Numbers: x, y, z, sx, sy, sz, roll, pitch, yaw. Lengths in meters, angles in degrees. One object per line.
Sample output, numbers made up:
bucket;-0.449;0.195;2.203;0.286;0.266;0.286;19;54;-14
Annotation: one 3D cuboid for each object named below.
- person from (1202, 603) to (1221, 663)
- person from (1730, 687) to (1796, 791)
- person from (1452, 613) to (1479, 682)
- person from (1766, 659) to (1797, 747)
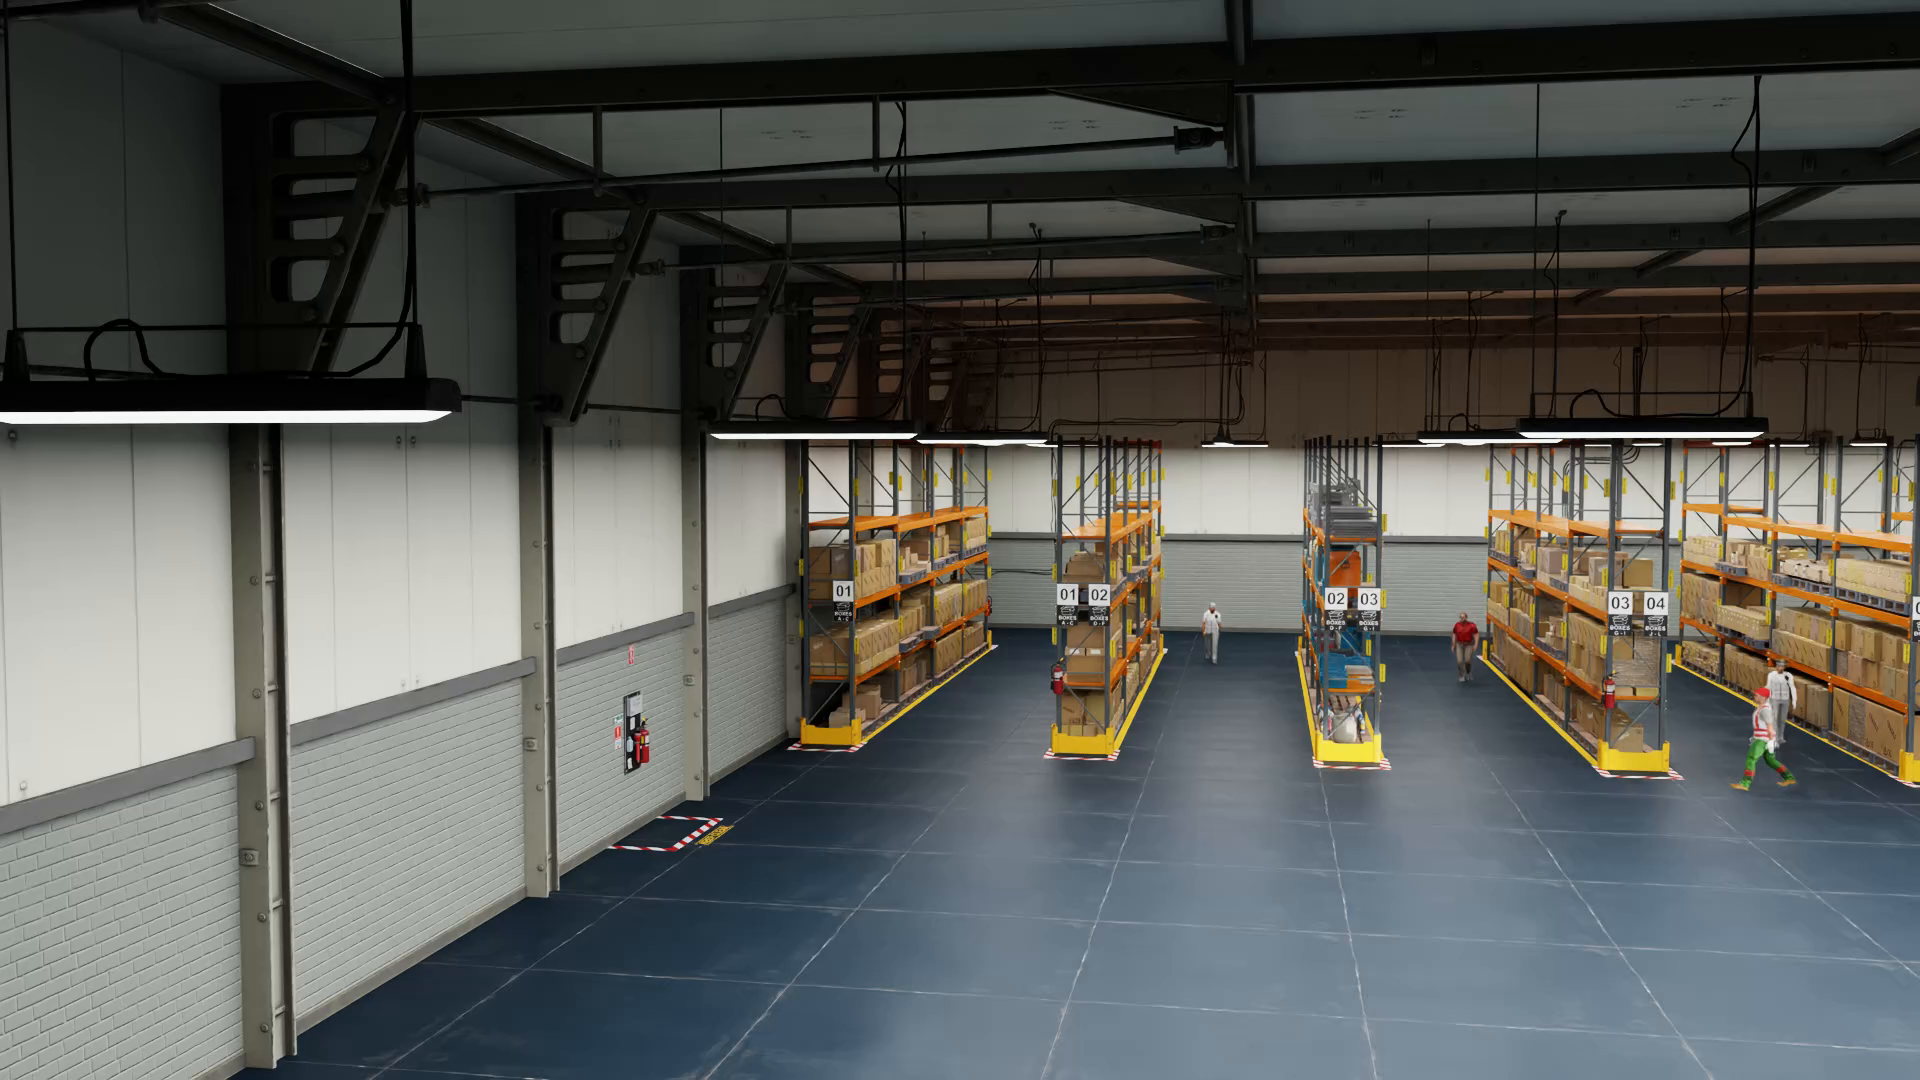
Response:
person;6.782;2.478;44.812;0.495;1.603;1.043;1;3;10
person;13.479;3.338;27.862;1.075;1.748;0.541;1;3;12
person;12.550;2.646;41.258;0.636;1.713;0.521;2;4;32
person;15.948;3.148;32.292;0.535;1.672;0.661;1;3;19
